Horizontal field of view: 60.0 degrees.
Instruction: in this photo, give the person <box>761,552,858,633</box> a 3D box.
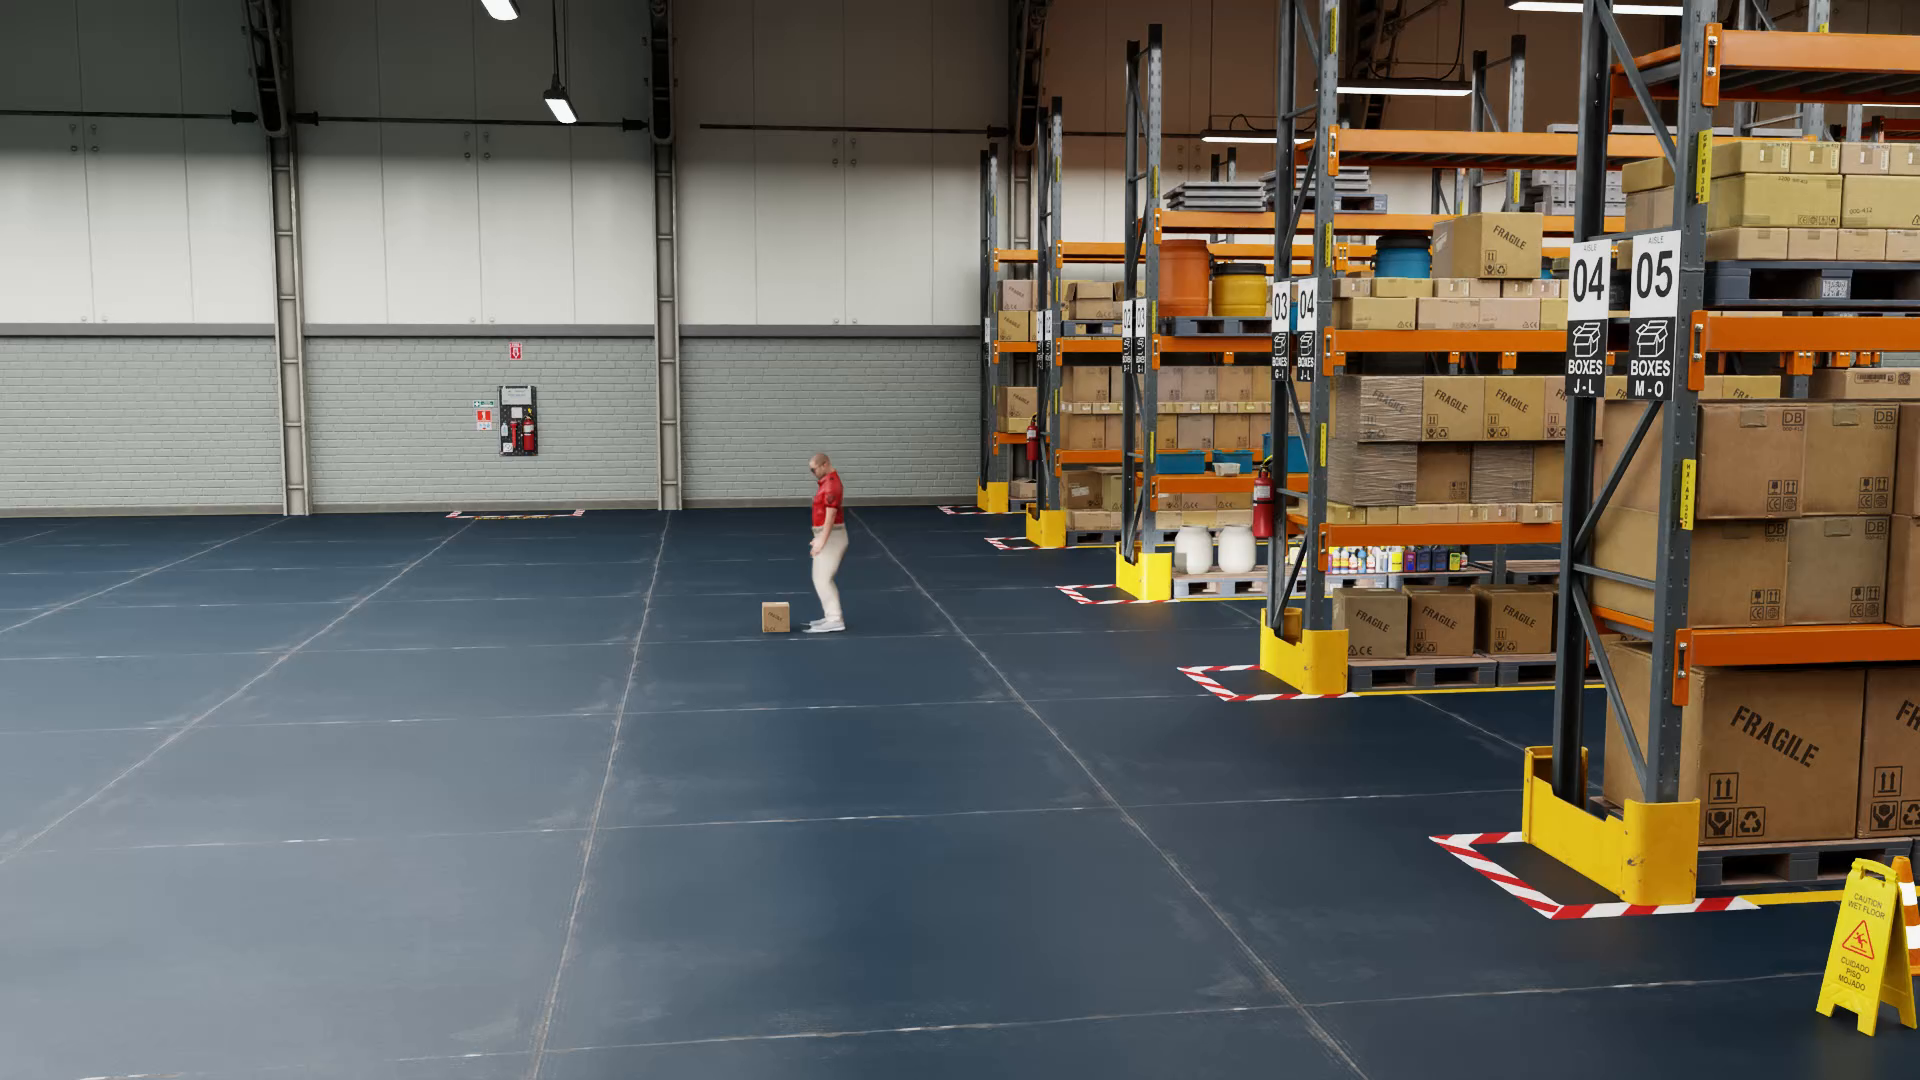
[{"bbox_3d":[-1.437,0.495,15.863,0.922,0.796,0.530,-1,7,-10],"label":"person"}]
